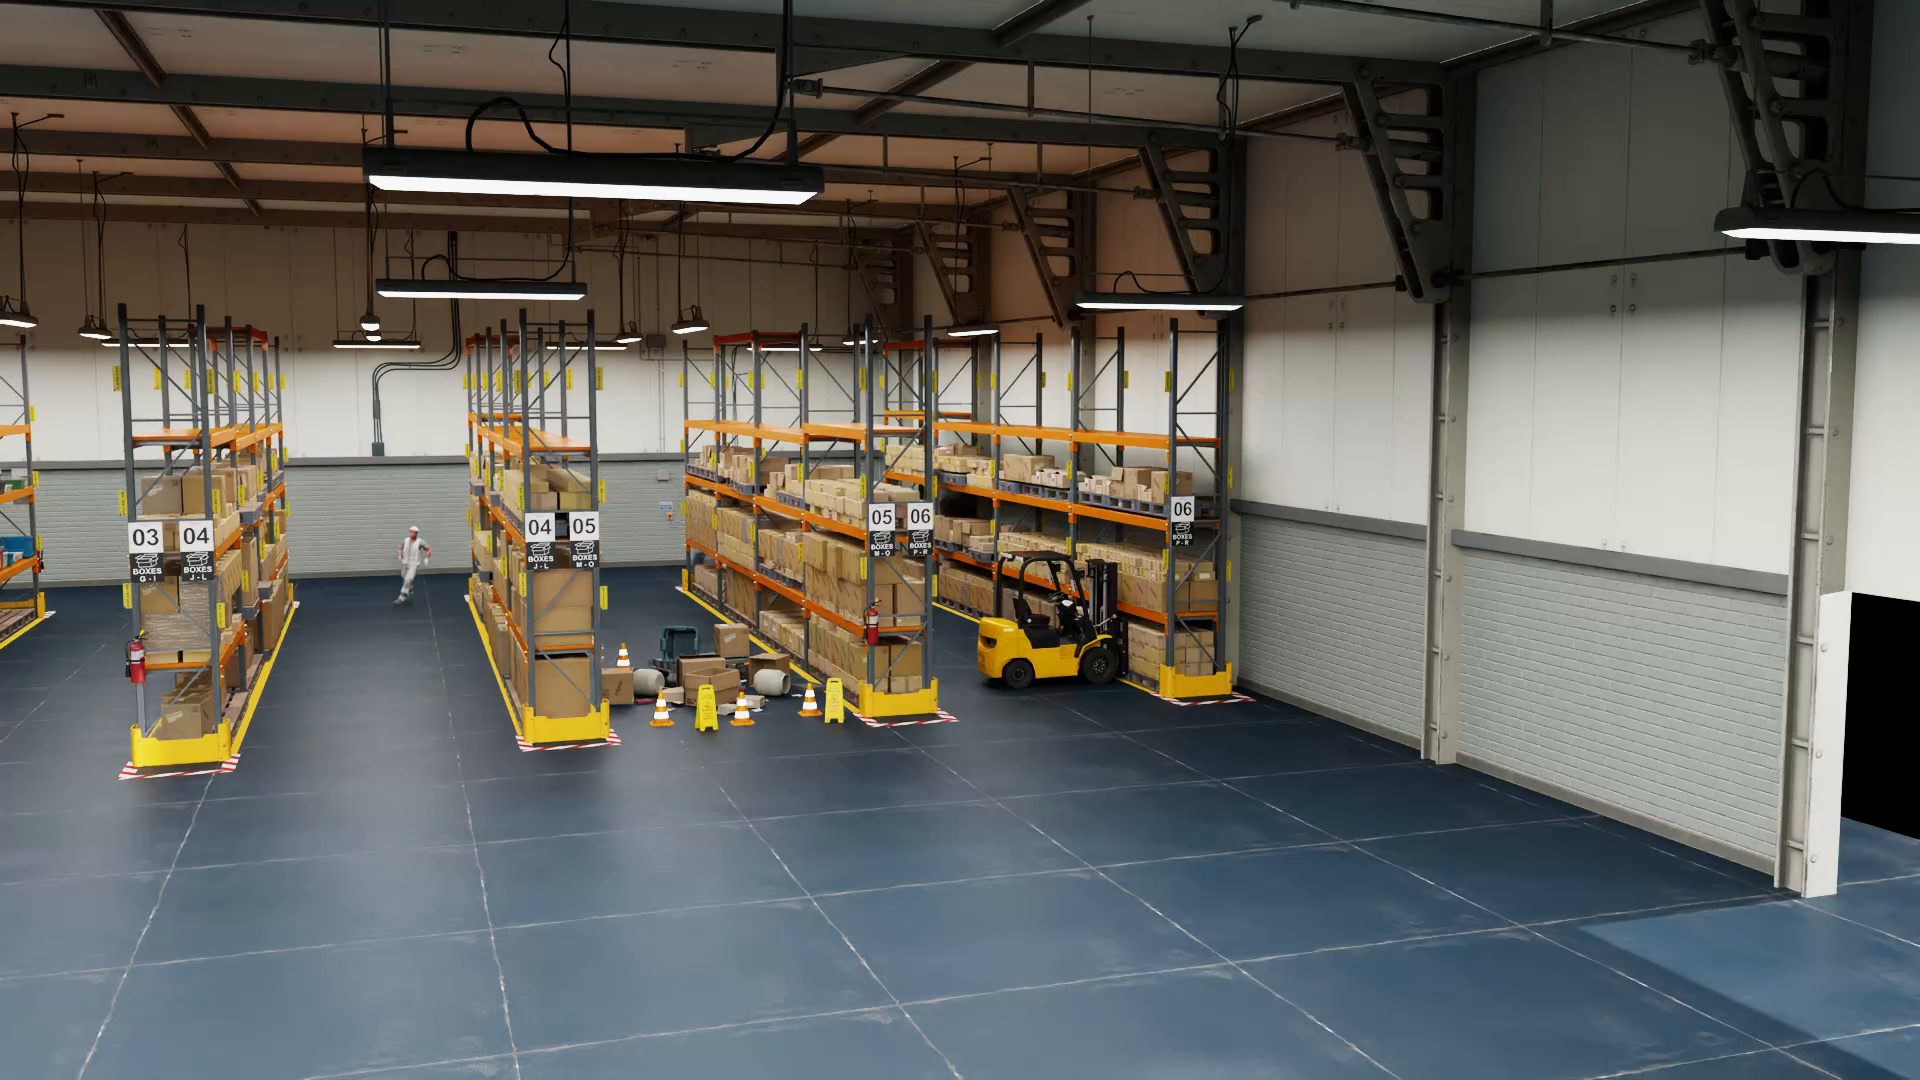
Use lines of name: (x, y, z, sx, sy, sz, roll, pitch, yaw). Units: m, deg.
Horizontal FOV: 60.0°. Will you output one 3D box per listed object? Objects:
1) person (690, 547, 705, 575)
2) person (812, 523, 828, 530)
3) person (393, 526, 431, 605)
person: (-6.478, 0.228, 41.410, 0.778, 1.712, 0.814, -2, 6, -23)
person: (-3.319, 0.305, 38.184, 0.575, 1.755, 0.672, -4, 7, -34)
person: (-12.287, 0.550, 37.158, 0.713, 1.721, 1.085, 1, 5, 9)
